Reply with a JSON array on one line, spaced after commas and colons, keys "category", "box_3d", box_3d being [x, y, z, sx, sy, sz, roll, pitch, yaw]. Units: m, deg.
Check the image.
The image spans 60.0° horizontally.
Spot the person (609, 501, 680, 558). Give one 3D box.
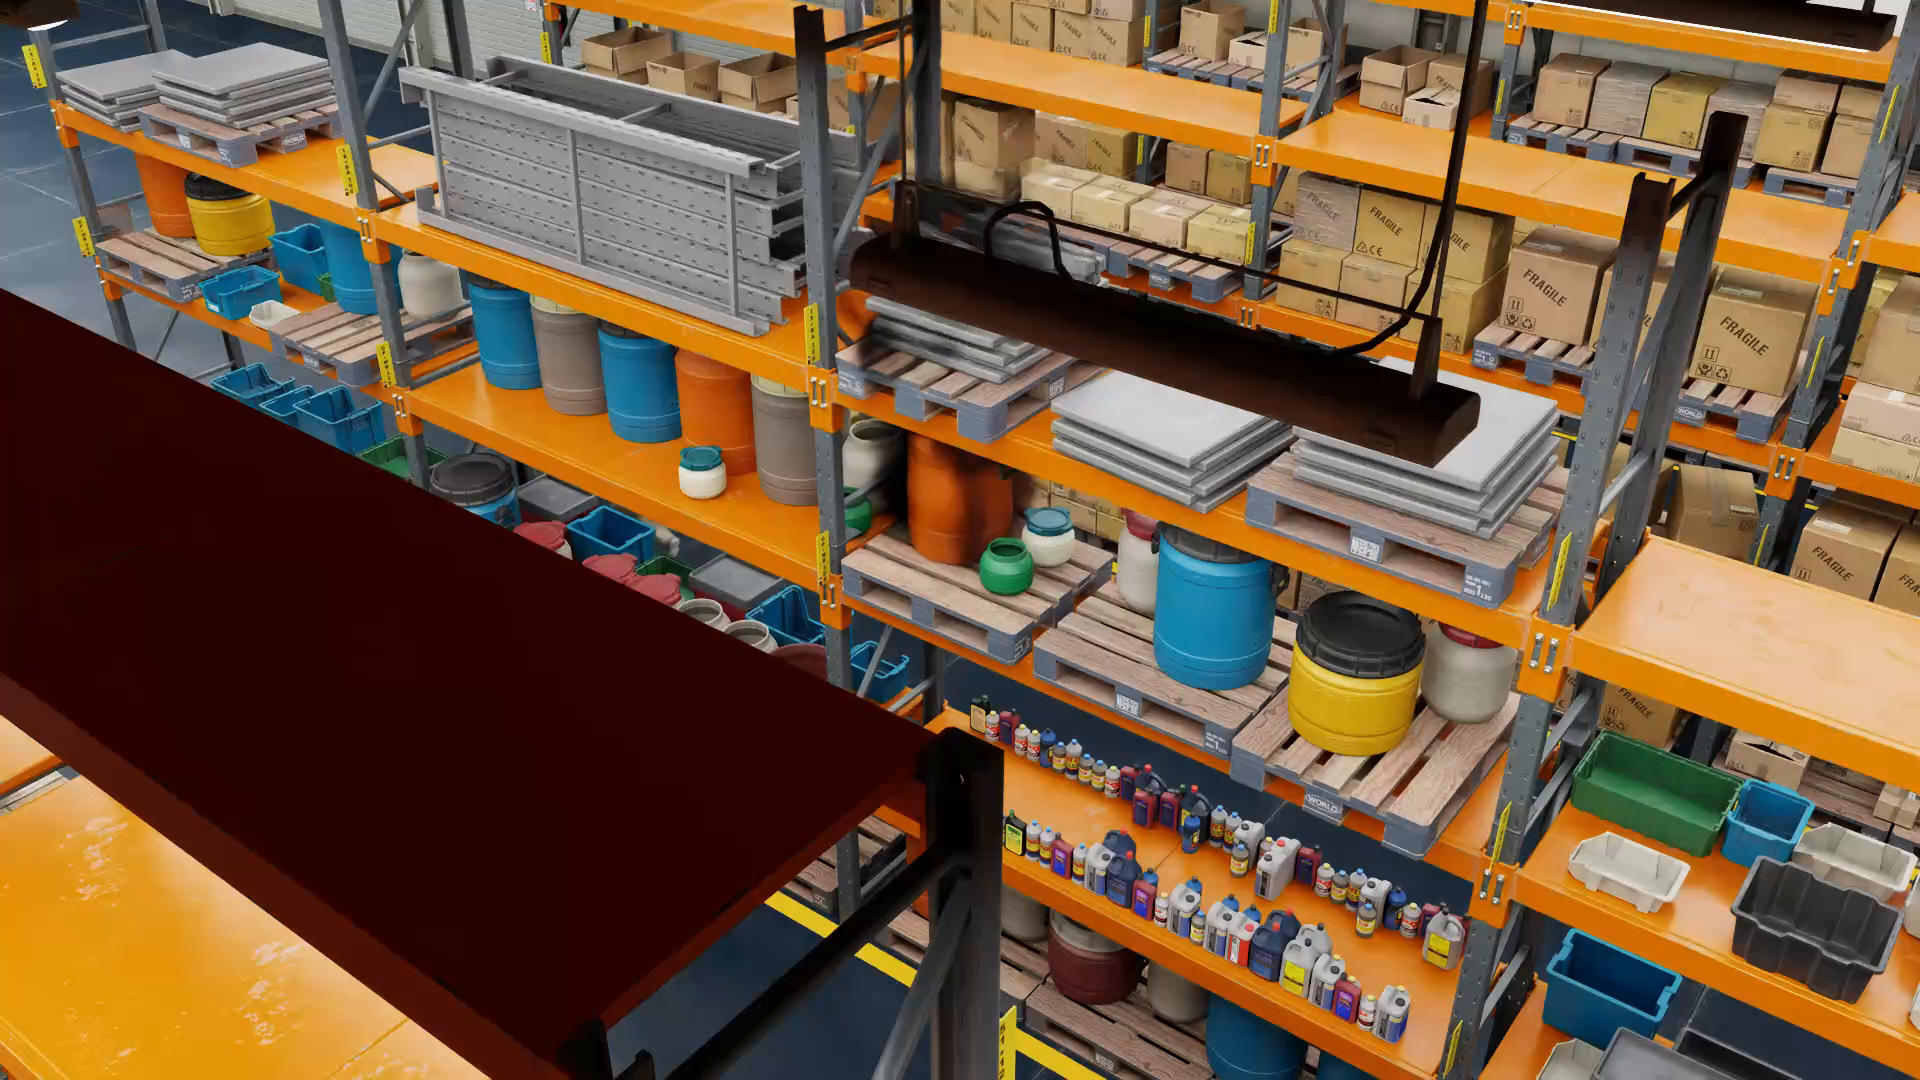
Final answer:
[{"category": "person", "box_3d": [-2.847, -0.436, 14.390, 0.647, 1.700, 0.653, 20, 37, 29]}]
